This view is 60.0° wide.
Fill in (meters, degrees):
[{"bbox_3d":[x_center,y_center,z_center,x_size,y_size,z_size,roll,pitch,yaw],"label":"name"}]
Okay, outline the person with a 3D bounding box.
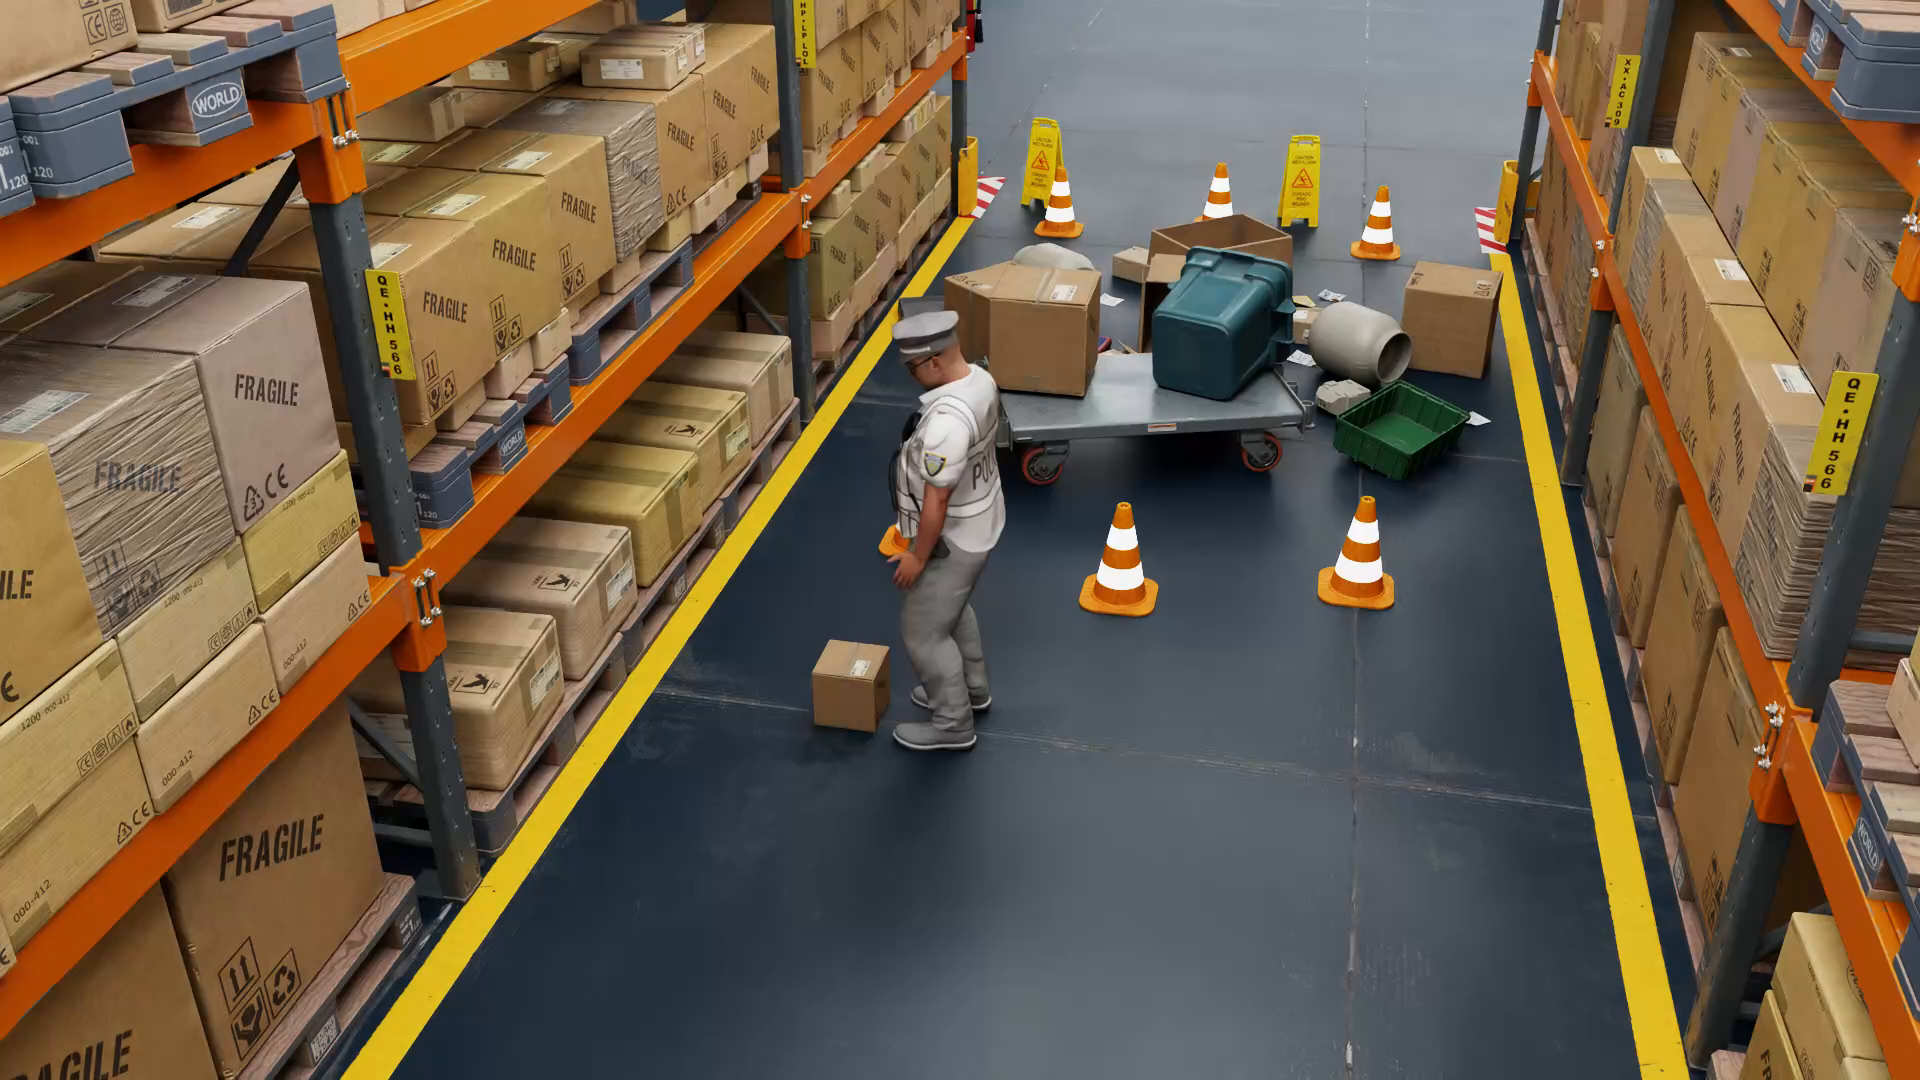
[{"bbox_3d":[-0.044,-0.012,6.173,0.393,1.733,0.538,6,29,12],"label":"person"}]
